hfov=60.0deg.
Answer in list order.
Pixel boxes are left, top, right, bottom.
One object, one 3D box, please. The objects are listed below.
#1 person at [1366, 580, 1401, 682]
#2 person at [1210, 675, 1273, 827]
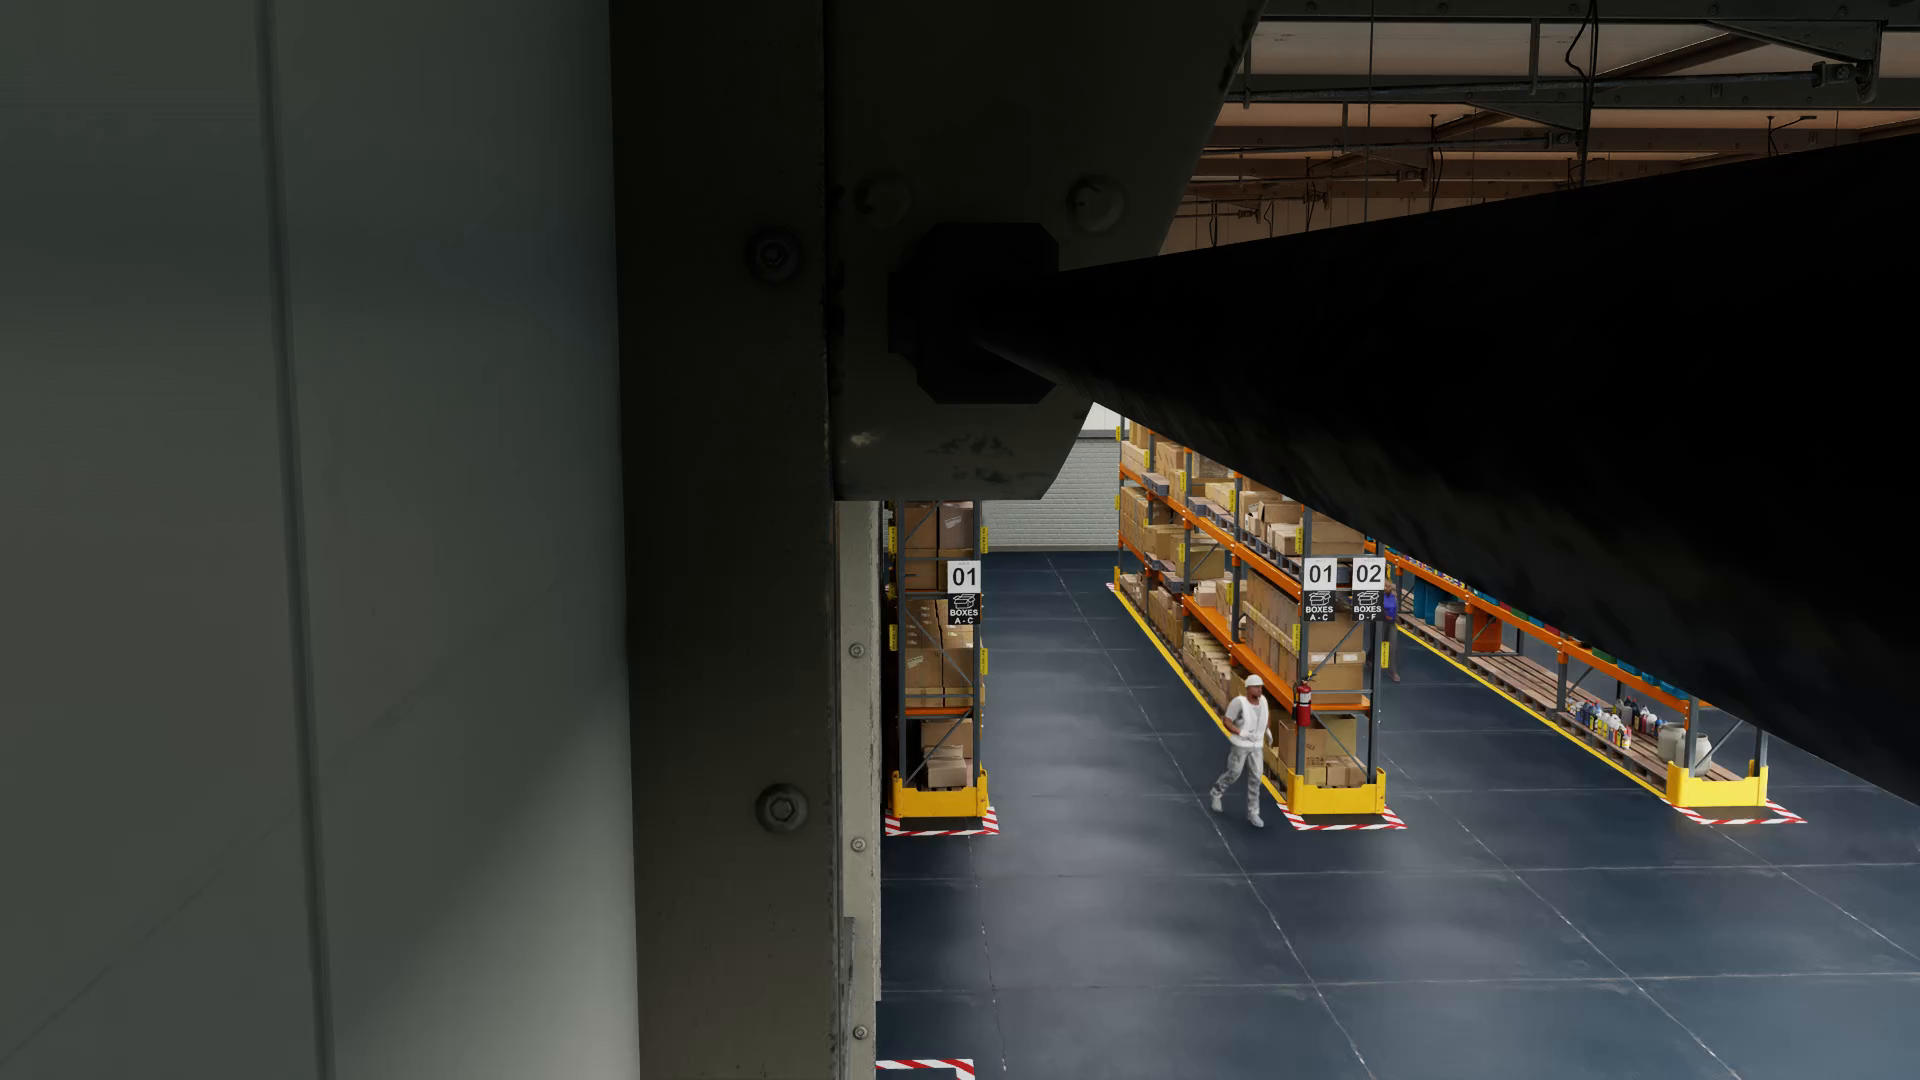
[{"bbox_3d":[7.151,1.492,27.939,0.581,1.658,0.870,-3,9,-17],"label":"person"},{"bbox_3d":[3.537,2.521,20.353,0.737,1.784,0.909,-4,9,-25],"label":"person"}]
